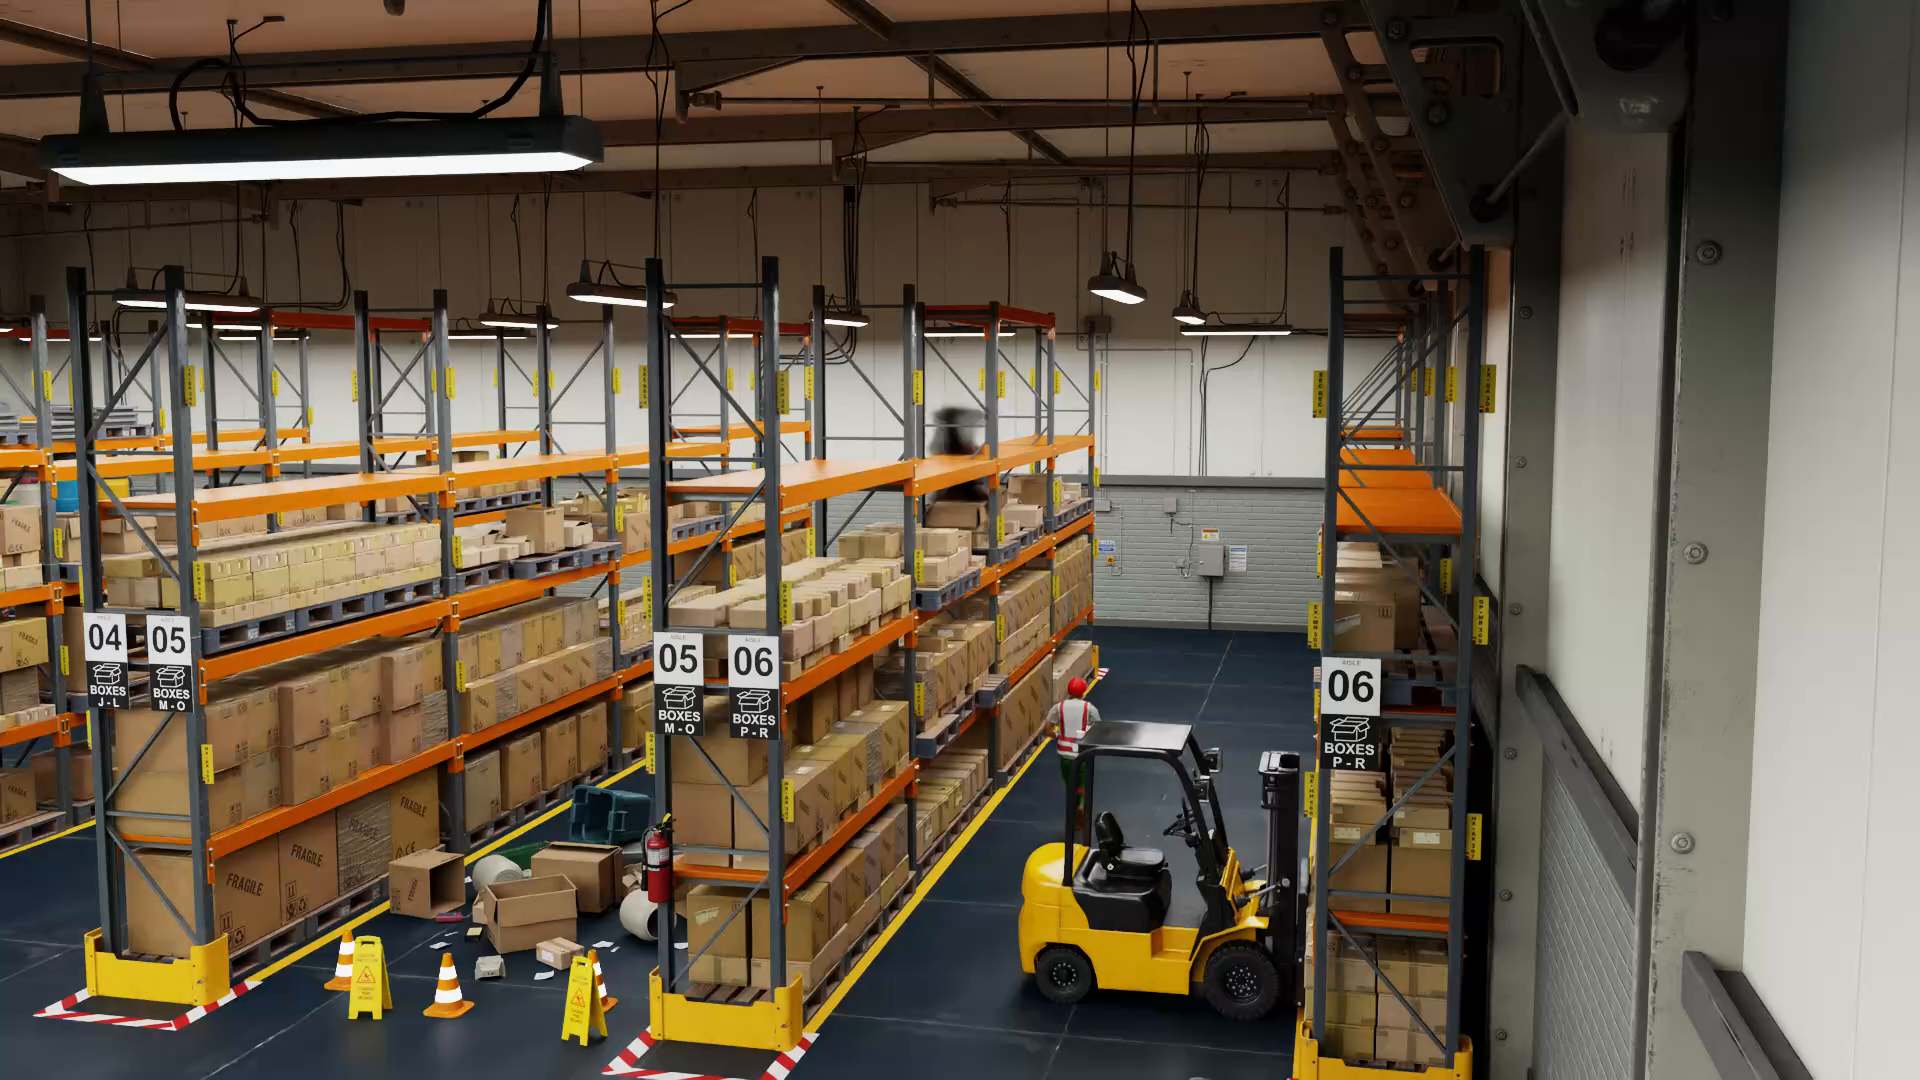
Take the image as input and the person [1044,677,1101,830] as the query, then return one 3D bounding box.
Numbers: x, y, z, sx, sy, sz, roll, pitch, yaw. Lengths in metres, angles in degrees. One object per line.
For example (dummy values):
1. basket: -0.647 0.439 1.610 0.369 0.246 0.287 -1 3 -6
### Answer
1. person: 1.274 2.419 18.653 0.656 1.761 0.684 2 6 16
